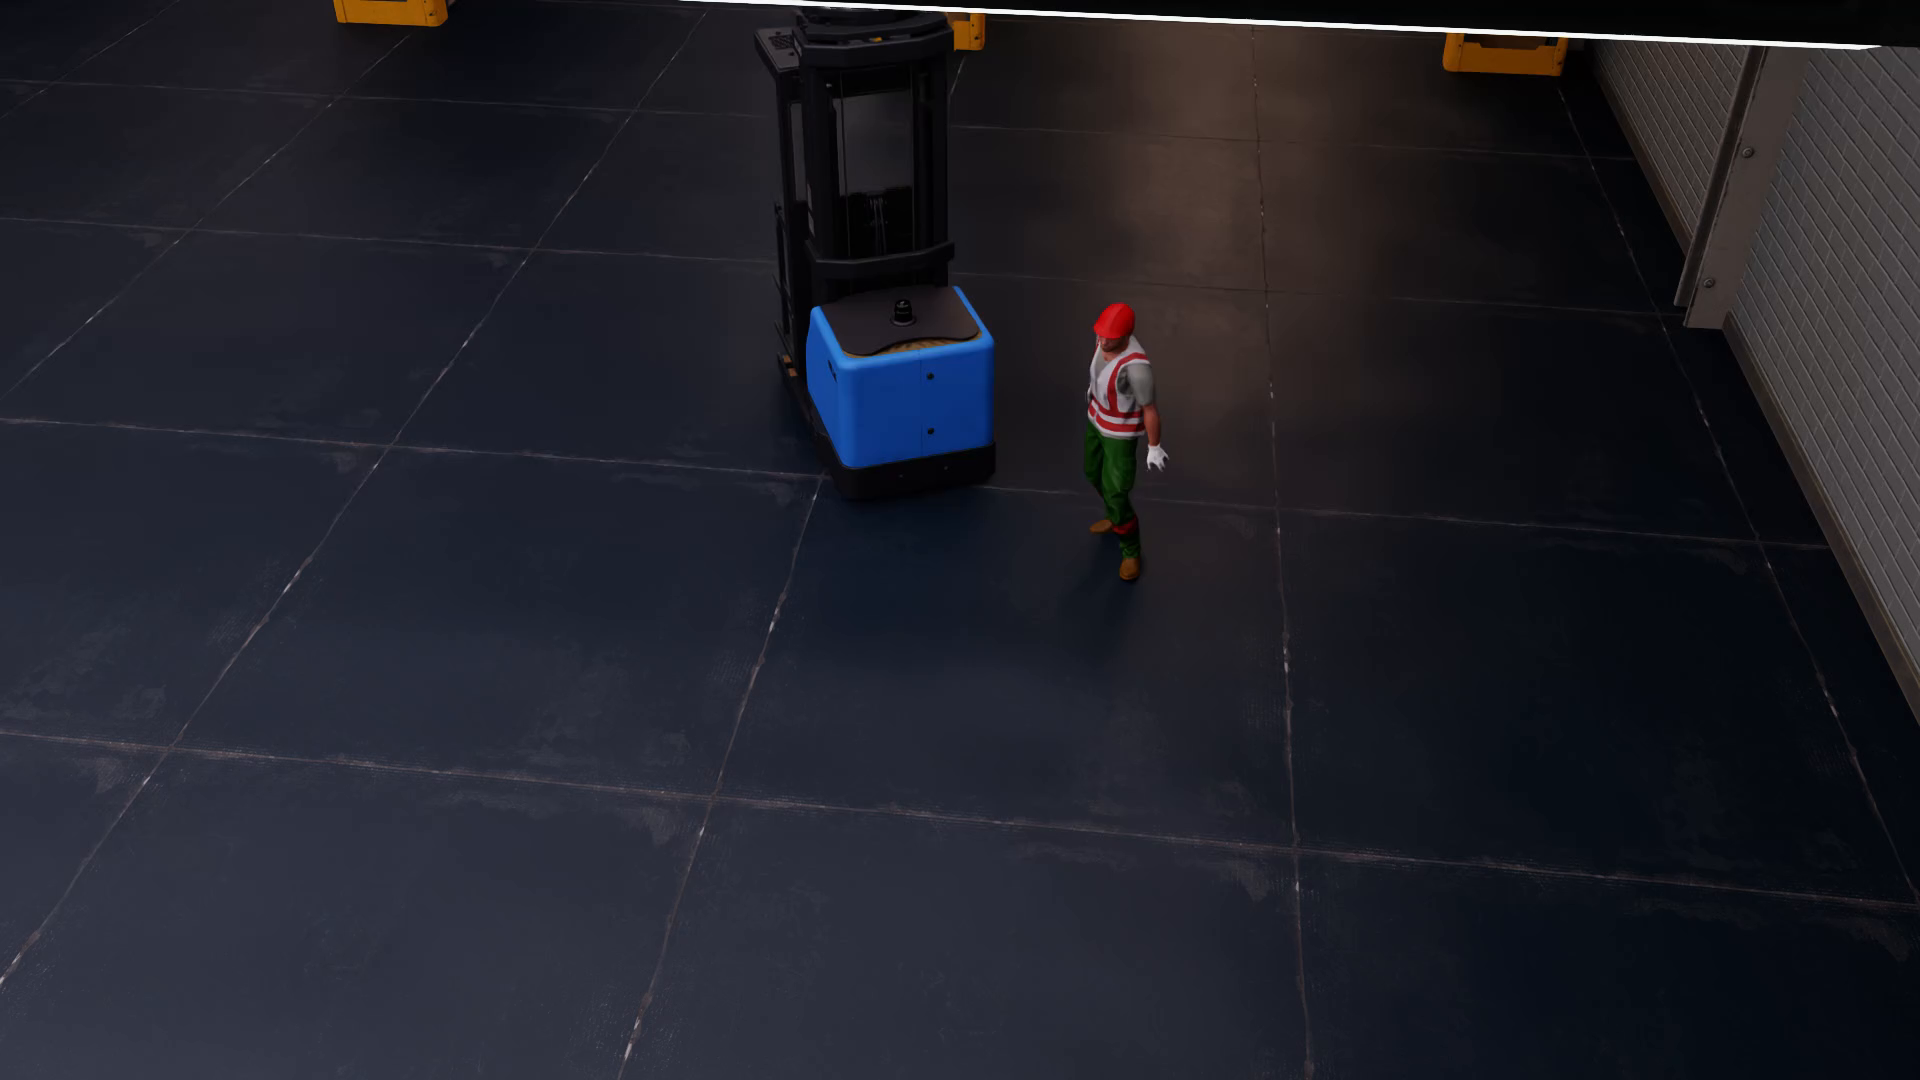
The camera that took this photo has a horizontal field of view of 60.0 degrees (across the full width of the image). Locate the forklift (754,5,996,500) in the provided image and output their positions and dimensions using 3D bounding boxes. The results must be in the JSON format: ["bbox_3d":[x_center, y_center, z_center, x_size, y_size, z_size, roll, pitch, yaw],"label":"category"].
[{"bbox_3d":[-0.691,-2.315,11.170,1.130,2.935,3.031,-11,38,-14],"label":"forklift"}]

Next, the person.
[{"bbox_3d":[0.933,-0.682,9.983,0.460,1.750,0.885,-14,39,-18],"label":"person"}]
